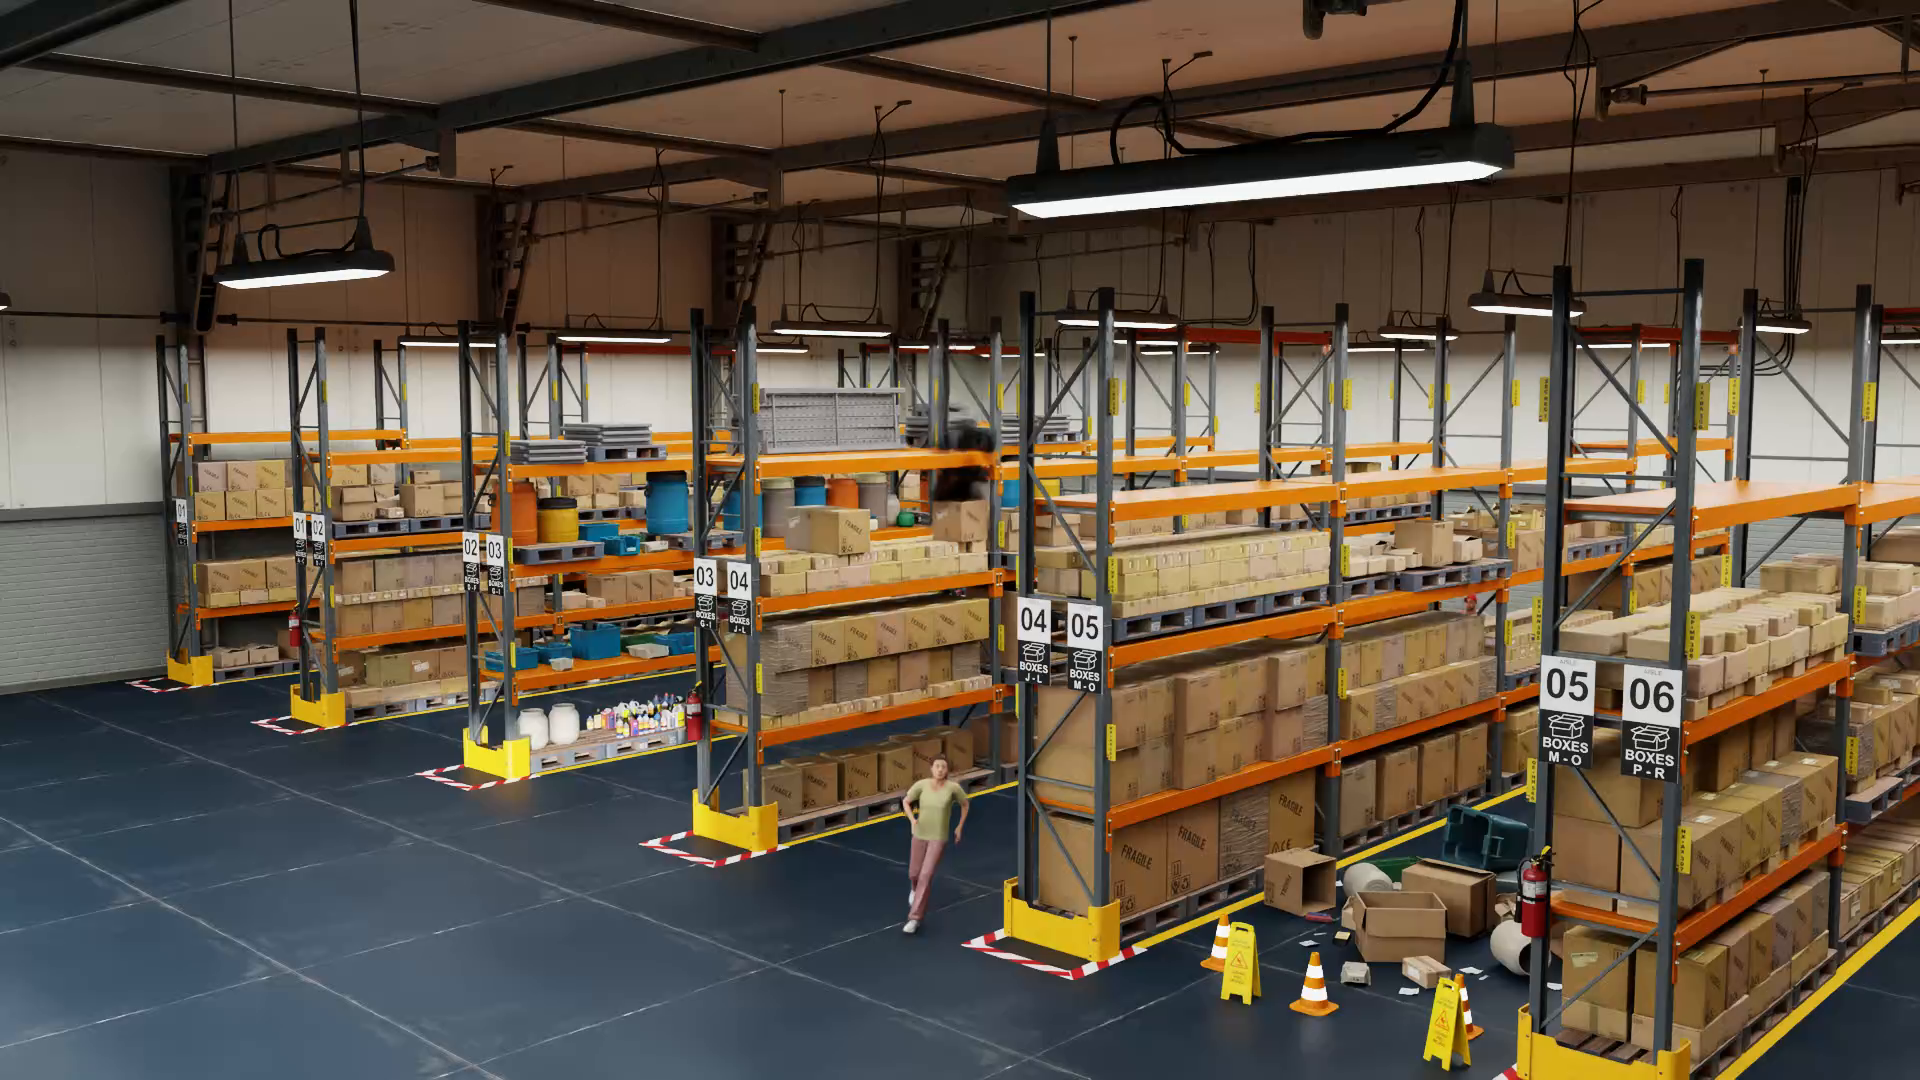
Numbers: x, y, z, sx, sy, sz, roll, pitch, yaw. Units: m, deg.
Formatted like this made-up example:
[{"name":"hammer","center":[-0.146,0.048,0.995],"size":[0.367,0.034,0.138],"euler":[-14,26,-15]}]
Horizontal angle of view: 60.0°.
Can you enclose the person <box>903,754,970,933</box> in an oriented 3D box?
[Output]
[{"name":"person","center":[-0.249,2.848,15.903],"size":[0.635,1.627,0.930],"euler":[1,5,9]}]

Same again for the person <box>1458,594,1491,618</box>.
[{"name":"person","center":[8.275,1.745,27.031],"size":[0.648,1.759,0.640],"euler":[4,7,39]}]
